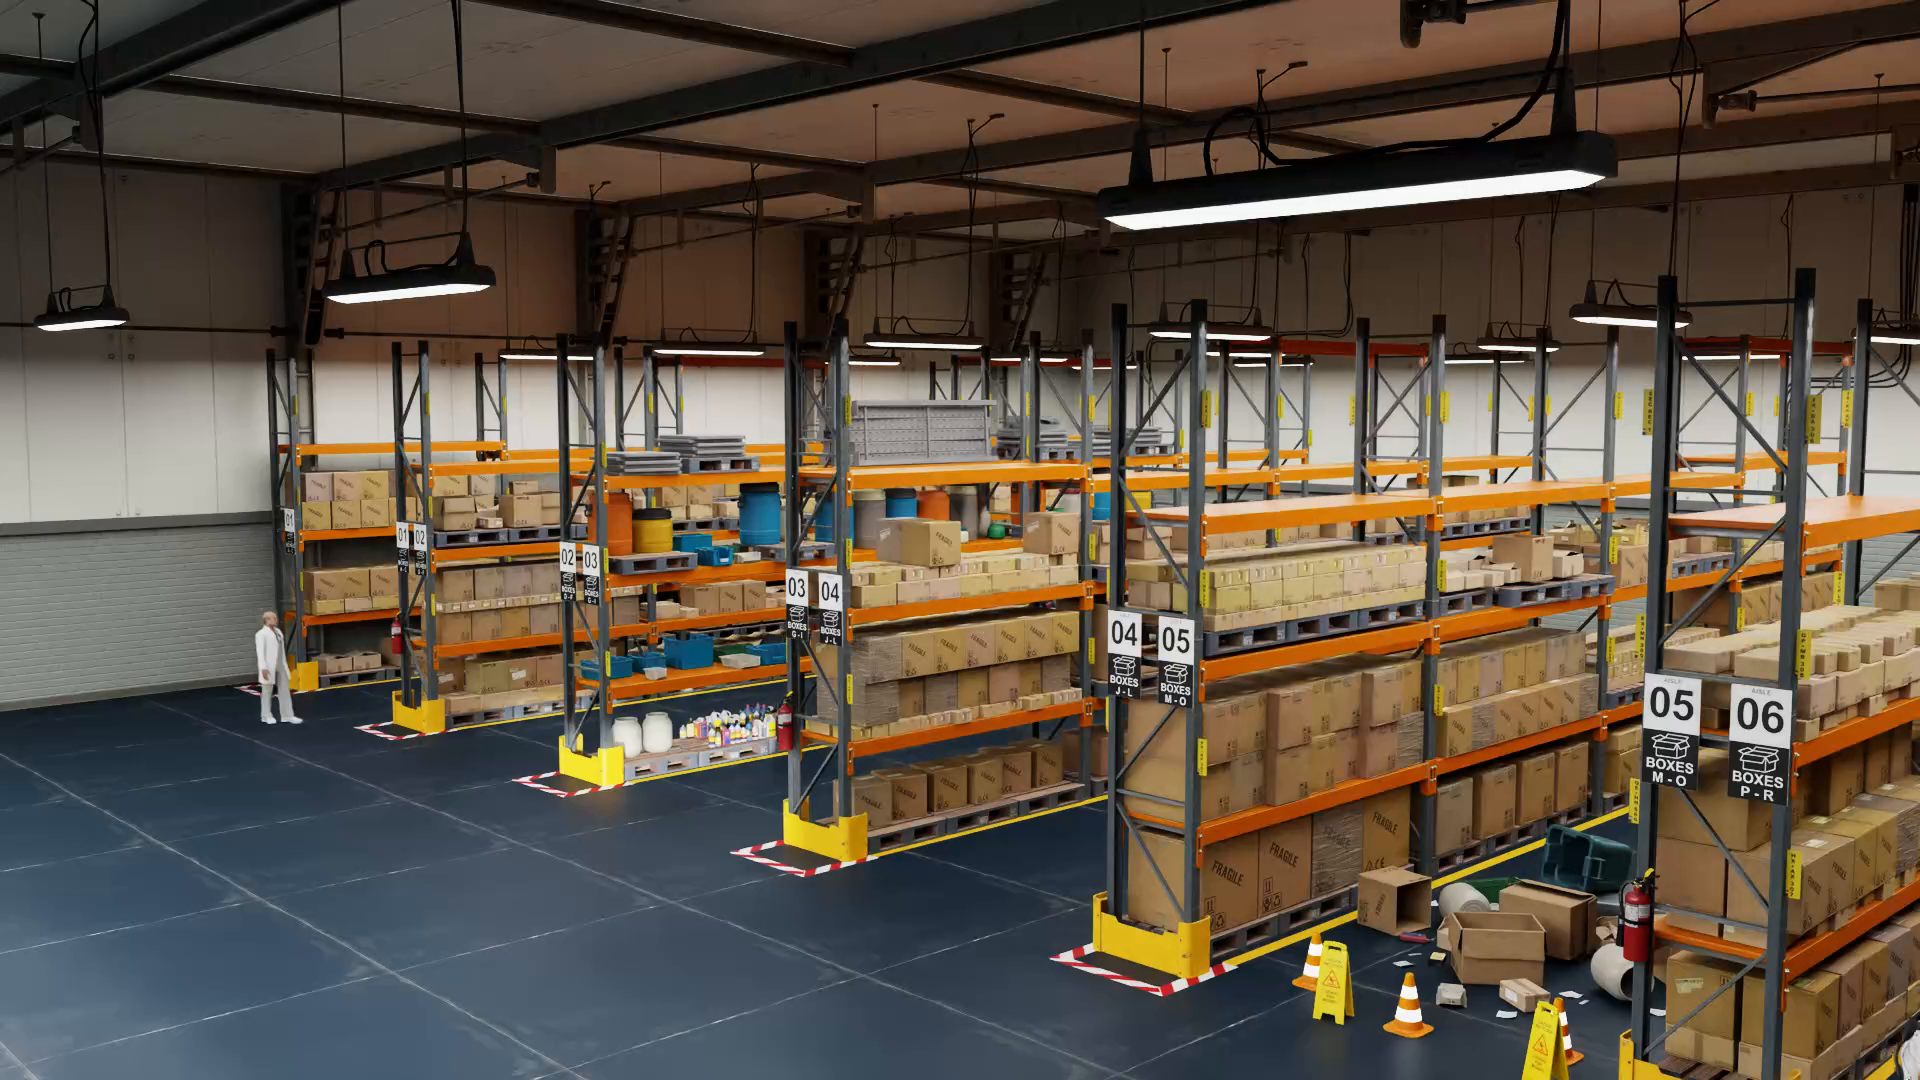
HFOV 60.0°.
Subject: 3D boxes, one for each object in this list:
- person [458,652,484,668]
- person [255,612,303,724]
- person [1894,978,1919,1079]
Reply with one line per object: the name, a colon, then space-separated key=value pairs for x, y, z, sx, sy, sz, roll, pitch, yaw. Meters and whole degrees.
person: x=-8.718 y=1.773 z=29.717 sx=0.626 sy=1.682 sz=0.581 roll=-4 pitch=6 yaw=-39
person: x=-10.774 y=2.018 z=26.182 sx=0.644 sy=1.783 sz=0.617 roll=3 pitch=6 yaw=31
person: x=5.932 y=3.453 z=10.108 sx=0.799 sy=1.651 sz=0.441 roll=1 pitch=5 yaw=15
